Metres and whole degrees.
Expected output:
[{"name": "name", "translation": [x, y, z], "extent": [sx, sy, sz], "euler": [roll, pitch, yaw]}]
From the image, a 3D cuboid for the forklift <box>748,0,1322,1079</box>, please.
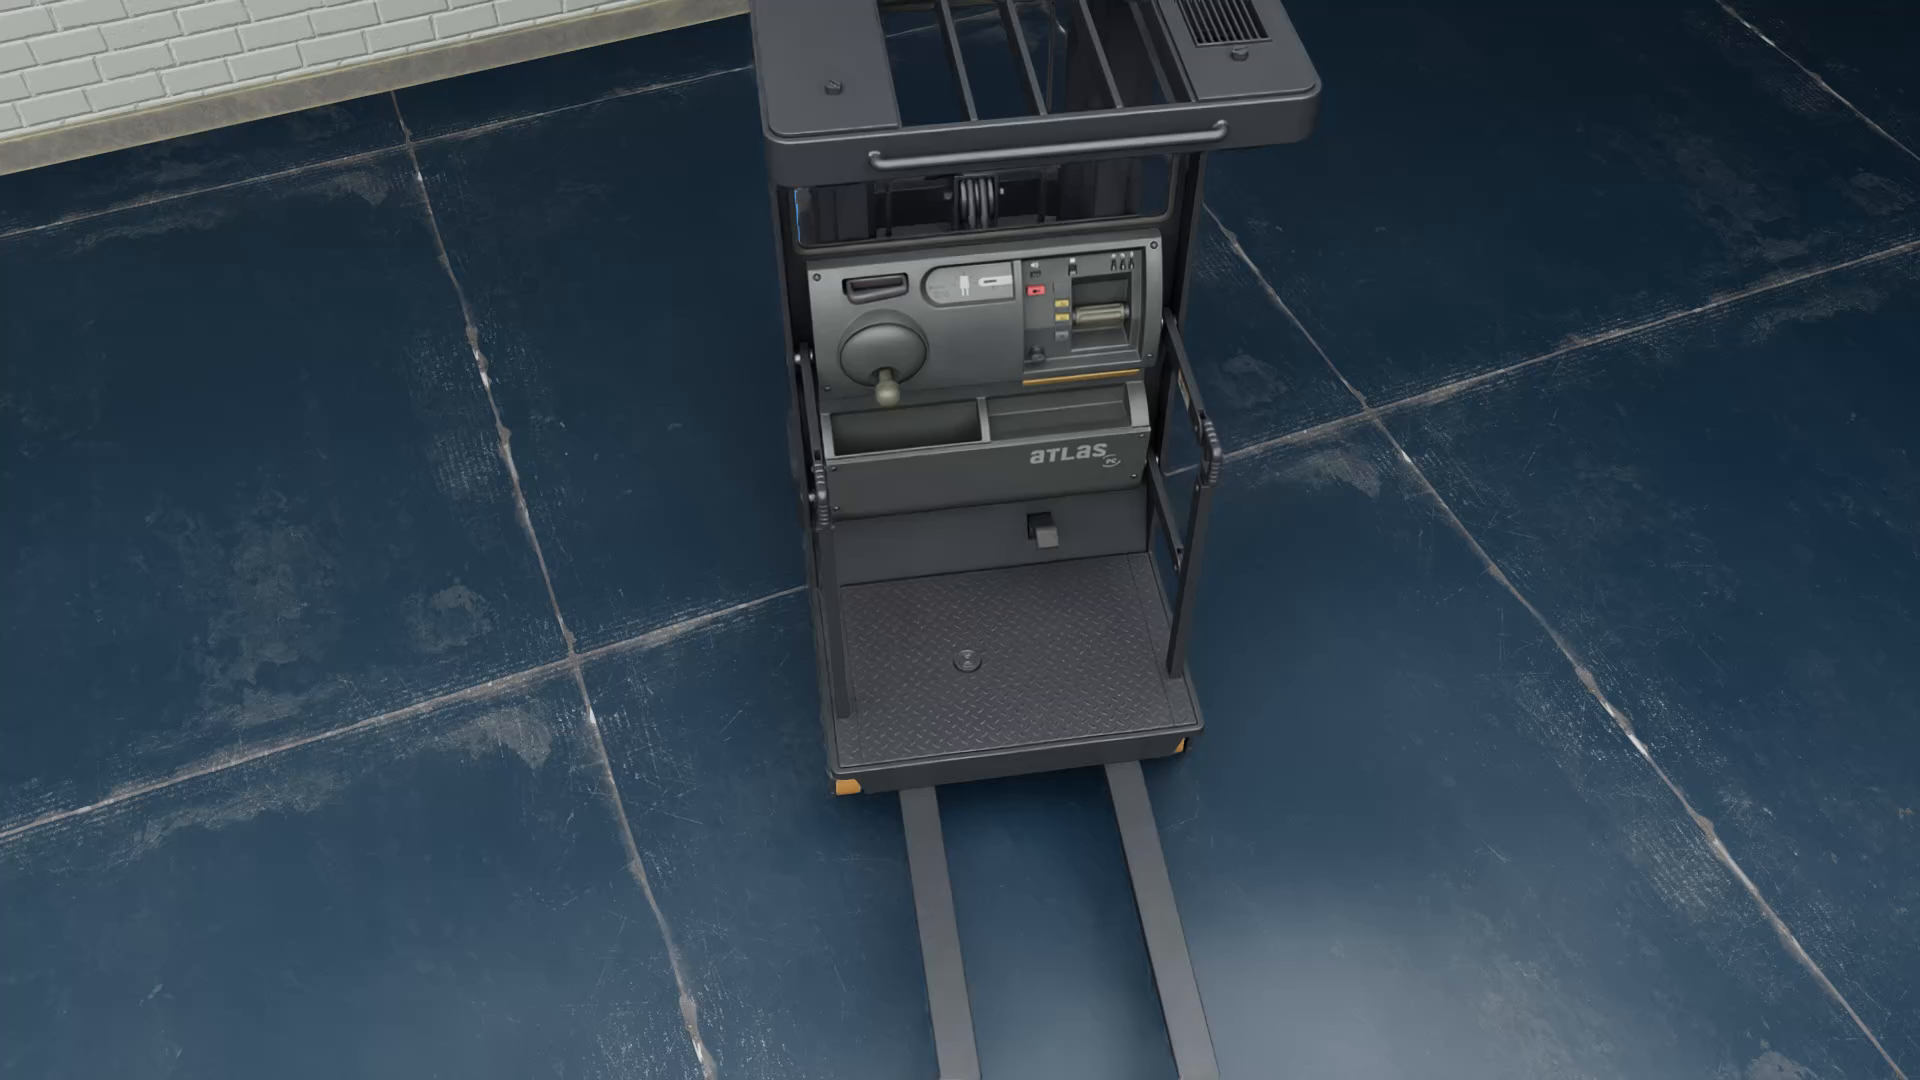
[{"name": "forklift", "translation": [0.106, -0.475, 4.226], "extent": [1.130, 2.935, 3.031], "euler": [-6, 50, -5]}]
